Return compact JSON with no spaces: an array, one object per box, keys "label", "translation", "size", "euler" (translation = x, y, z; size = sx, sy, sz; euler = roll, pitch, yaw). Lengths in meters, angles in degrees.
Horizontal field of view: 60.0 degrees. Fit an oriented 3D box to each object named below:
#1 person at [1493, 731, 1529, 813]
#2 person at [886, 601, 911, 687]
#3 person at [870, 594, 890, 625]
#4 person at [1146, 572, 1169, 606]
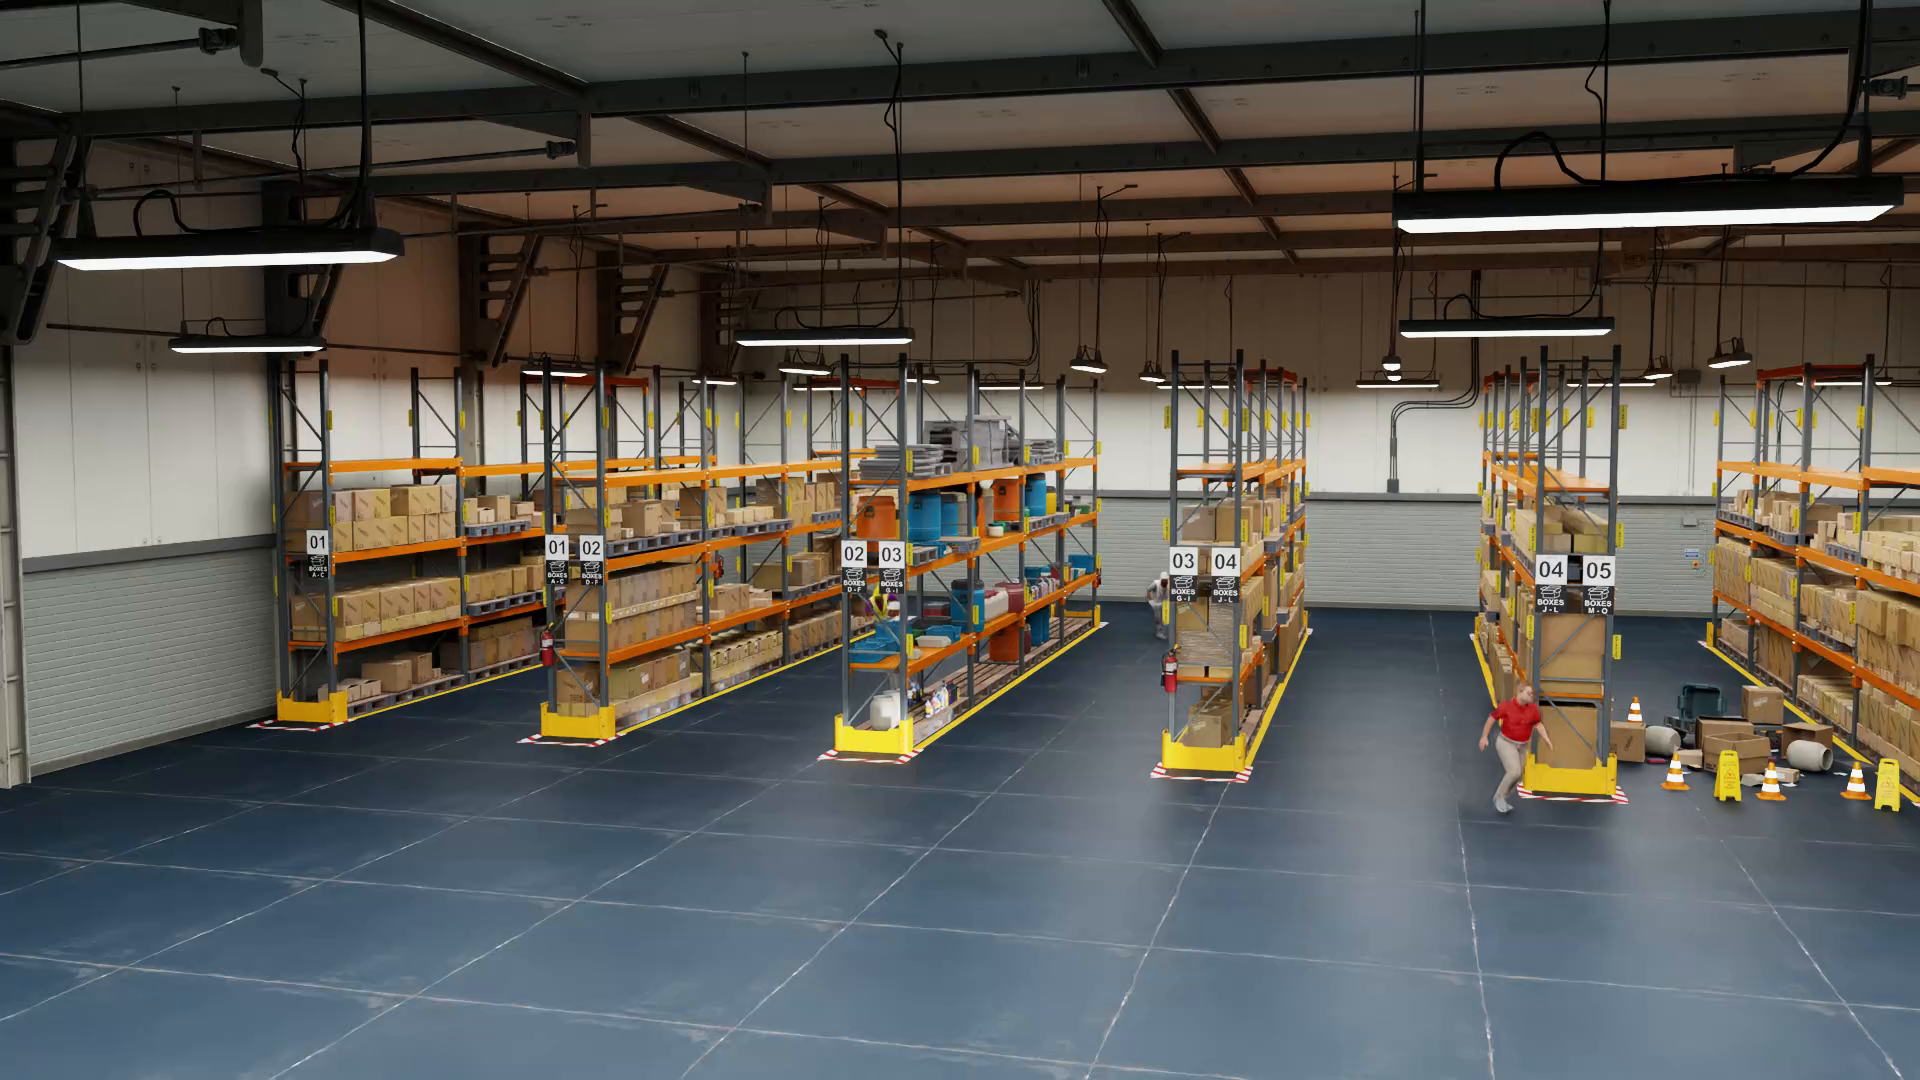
[{"label":"person","translation":[7.020,2.944,21.205],"size":[0.427,1.036,0.604],"euler":[-2,4,-22]},{"label":"person","translation":[-1.134,1.967,30.027],"size":[0.602,1.752,0.744],"euler":[-1,4,-15]},{"label":"person","translation":[-1.684,1.760,35.511],"size":[0.481,1.314,0.748],"euler":[0,4,-2]},{"label":"person","translation":[4.621,1.140,38.017],"size":[0.693,0.862,0.724],"euler":[0,4,-6]}]
